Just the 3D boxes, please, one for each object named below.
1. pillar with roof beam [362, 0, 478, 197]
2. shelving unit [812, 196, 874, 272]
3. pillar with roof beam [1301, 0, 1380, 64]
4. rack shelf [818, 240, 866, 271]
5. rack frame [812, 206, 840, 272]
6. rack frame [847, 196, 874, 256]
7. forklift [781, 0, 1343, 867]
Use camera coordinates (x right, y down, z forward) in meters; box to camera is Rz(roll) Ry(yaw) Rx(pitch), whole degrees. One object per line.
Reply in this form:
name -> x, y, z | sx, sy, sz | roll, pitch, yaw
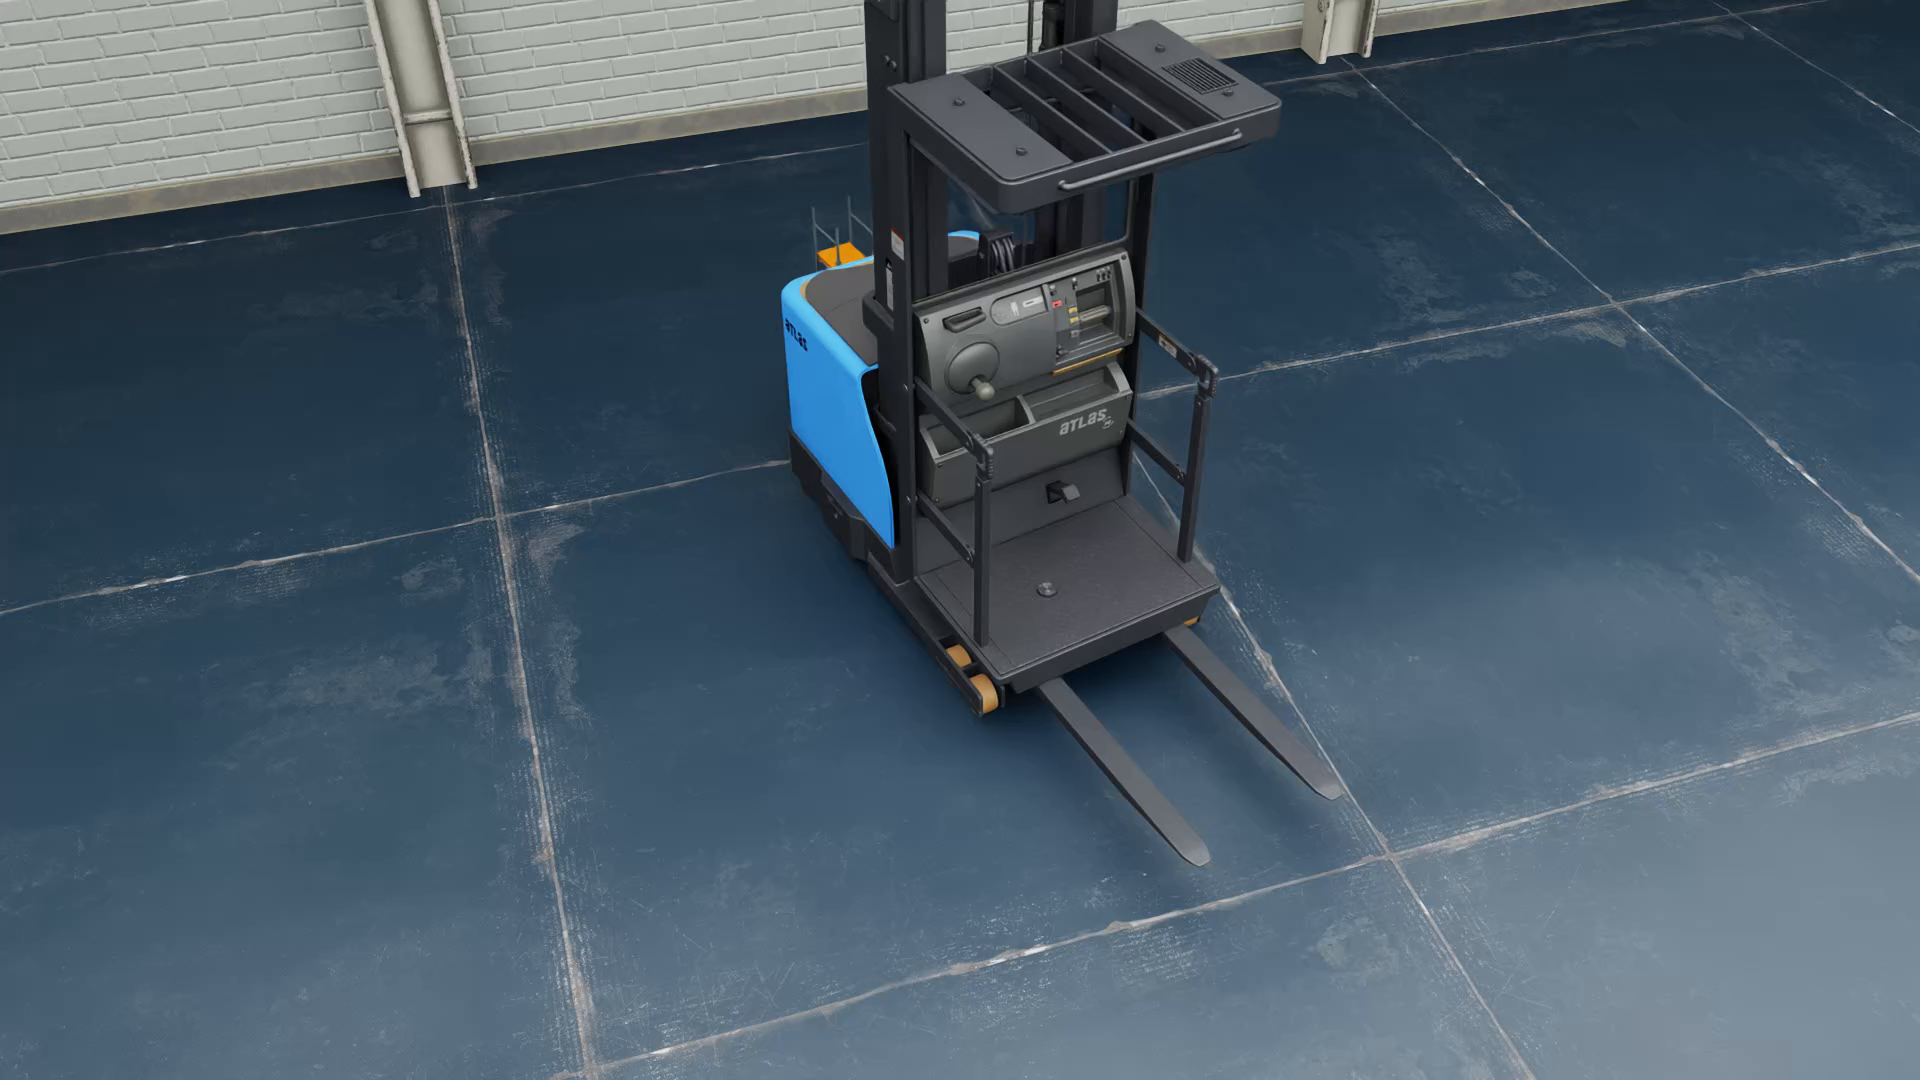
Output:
pillar with roof beam -> -1.850, -2.872, 4.047 | 0.400, 9.000, 9.100 | -12, 42, -13
shelving unit -> -0.522, -1.014, 7.846 | 0.189, 1.200, 0.258 | -22, 45, -23
pillar with roof beam -> 3.873, -4.058, 5.405 | 0.400, 9.000, 9.100 | -12, 42, -13
rack shelf -> -0.524, -1.254, 7.641 | 0.180, 0.103, 0.258 | -22, 45, -23
rack frame -> -0.600, -0.983, 7.810 | 0.006, 1.200, 0.240 | -22, 45, -23
rack frame -> -0.444, -1.046, 7.883 | 0.006, 1.200, 0.240 | -22, 45, -23
forklift -> 0.377, -0.741, 6.220 | 1.130, 2.935, 3.031 | -21, 45, -22
